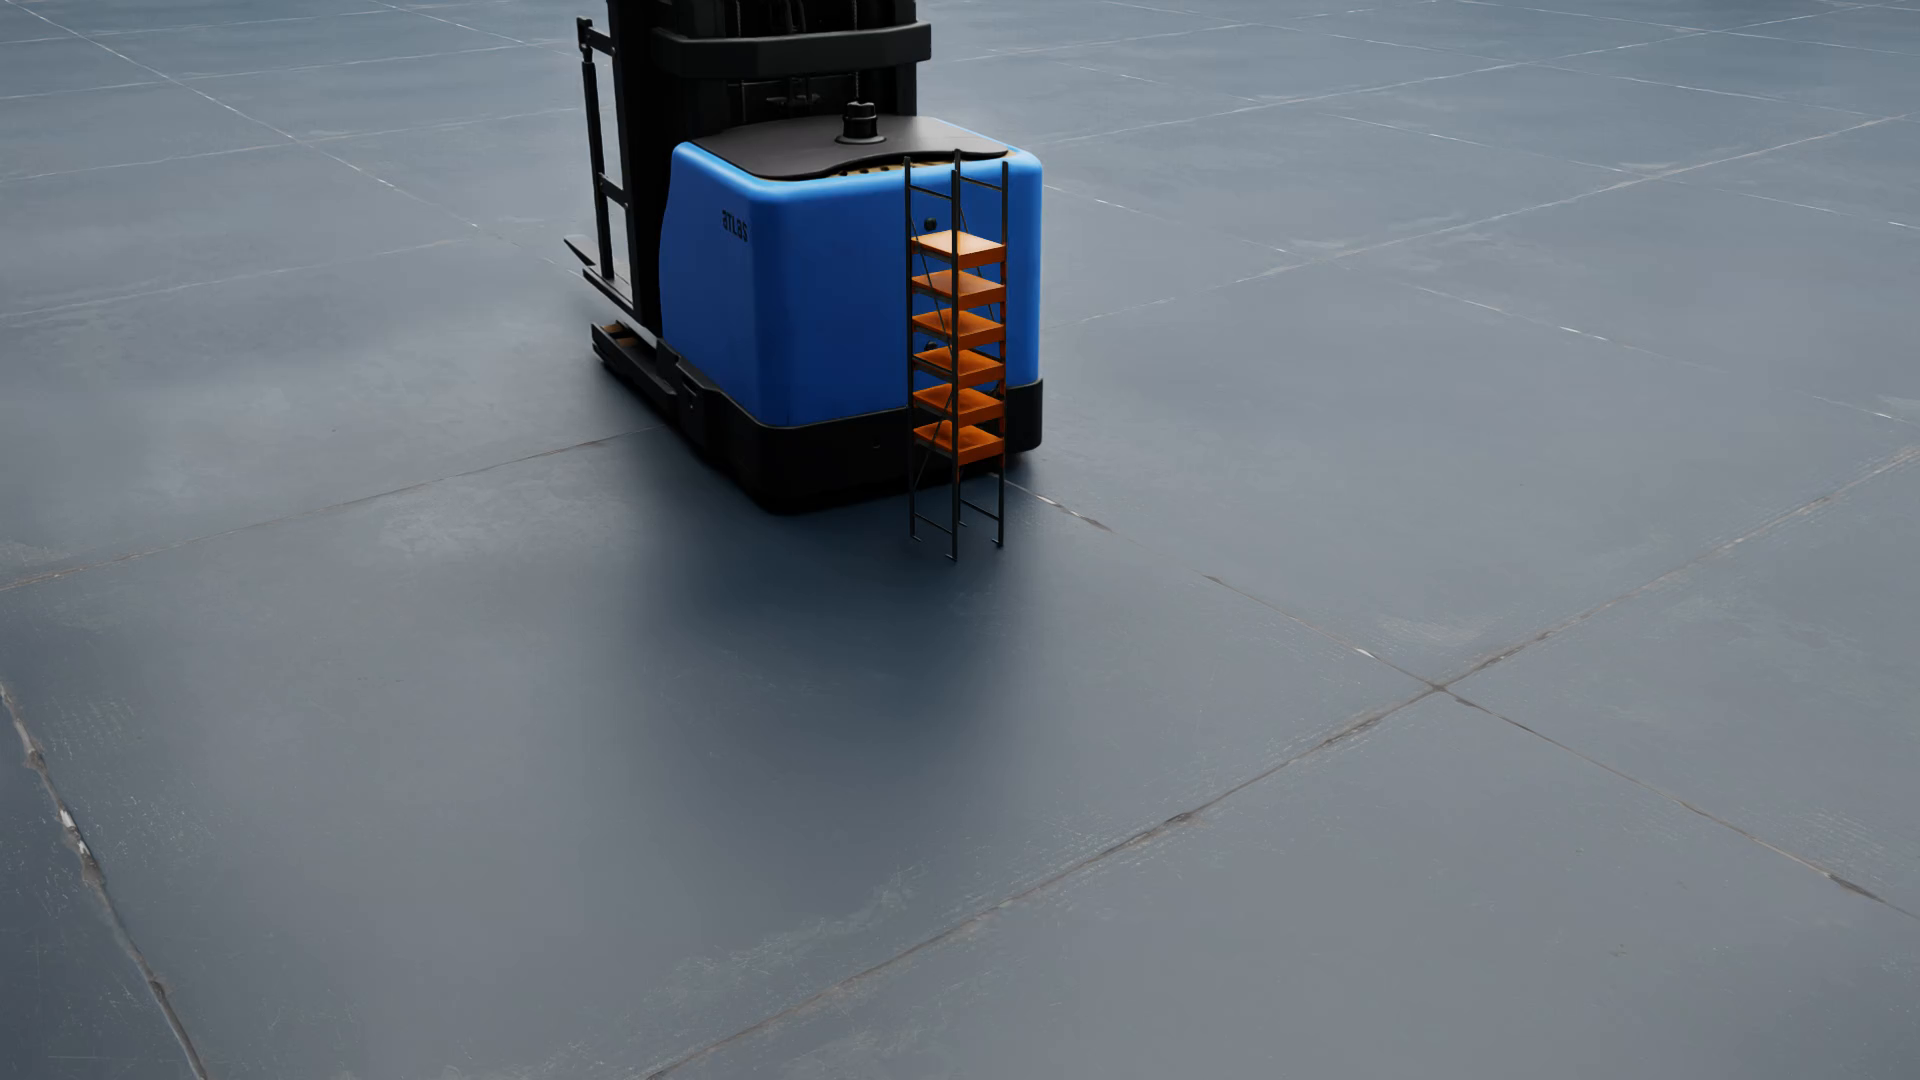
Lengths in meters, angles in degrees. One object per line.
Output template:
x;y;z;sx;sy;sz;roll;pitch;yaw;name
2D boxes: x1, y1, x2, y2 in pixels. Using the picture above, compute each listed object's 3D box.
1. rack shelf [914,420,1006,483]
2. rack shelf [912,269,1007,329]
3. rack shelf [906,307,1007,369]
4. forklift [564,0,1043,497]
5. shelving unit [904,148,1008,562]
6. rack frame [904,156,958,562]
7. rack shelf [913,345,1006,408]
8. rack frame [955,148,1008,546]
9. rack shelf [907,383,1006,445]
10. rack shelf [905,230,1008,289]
-0.011;-0.282;5.109;0.180;0.103;0.258;-18;31;-34;rack shelf
-0.011;-0.718;4.907;0.180;0.103;0.258;-18;31;-34;rack shelf
-0.011;-0.609;4.957;0.180;0.103;0.258;-18;31;-34;rack shelf
-0.848;-2.052;6.190;1.130;2.935;3.031;-13;28;-25;forklift
-0.011;-0.540;4.989;0.189;1.200;0.258;-18;31;-34;shelving unit
-0.083;-0.517;4.938;0.006;1.200;0.240;-18;31;-34;rack frame
-0.011;-0.500;5.008;0.180;0.103;0.258;-18;31;-34;rack shelf
0.061;-0.564;5.041;0.006;1.200;0.240;-18;31;-34;rack frame
-0.011;-0.391;5.059;0.180;0.103;0.258;-18;31;-34;rack shelf
-0.011;-0.827;4.856;0.180;0.103;0.258;-18;31;-34;rack shelf
